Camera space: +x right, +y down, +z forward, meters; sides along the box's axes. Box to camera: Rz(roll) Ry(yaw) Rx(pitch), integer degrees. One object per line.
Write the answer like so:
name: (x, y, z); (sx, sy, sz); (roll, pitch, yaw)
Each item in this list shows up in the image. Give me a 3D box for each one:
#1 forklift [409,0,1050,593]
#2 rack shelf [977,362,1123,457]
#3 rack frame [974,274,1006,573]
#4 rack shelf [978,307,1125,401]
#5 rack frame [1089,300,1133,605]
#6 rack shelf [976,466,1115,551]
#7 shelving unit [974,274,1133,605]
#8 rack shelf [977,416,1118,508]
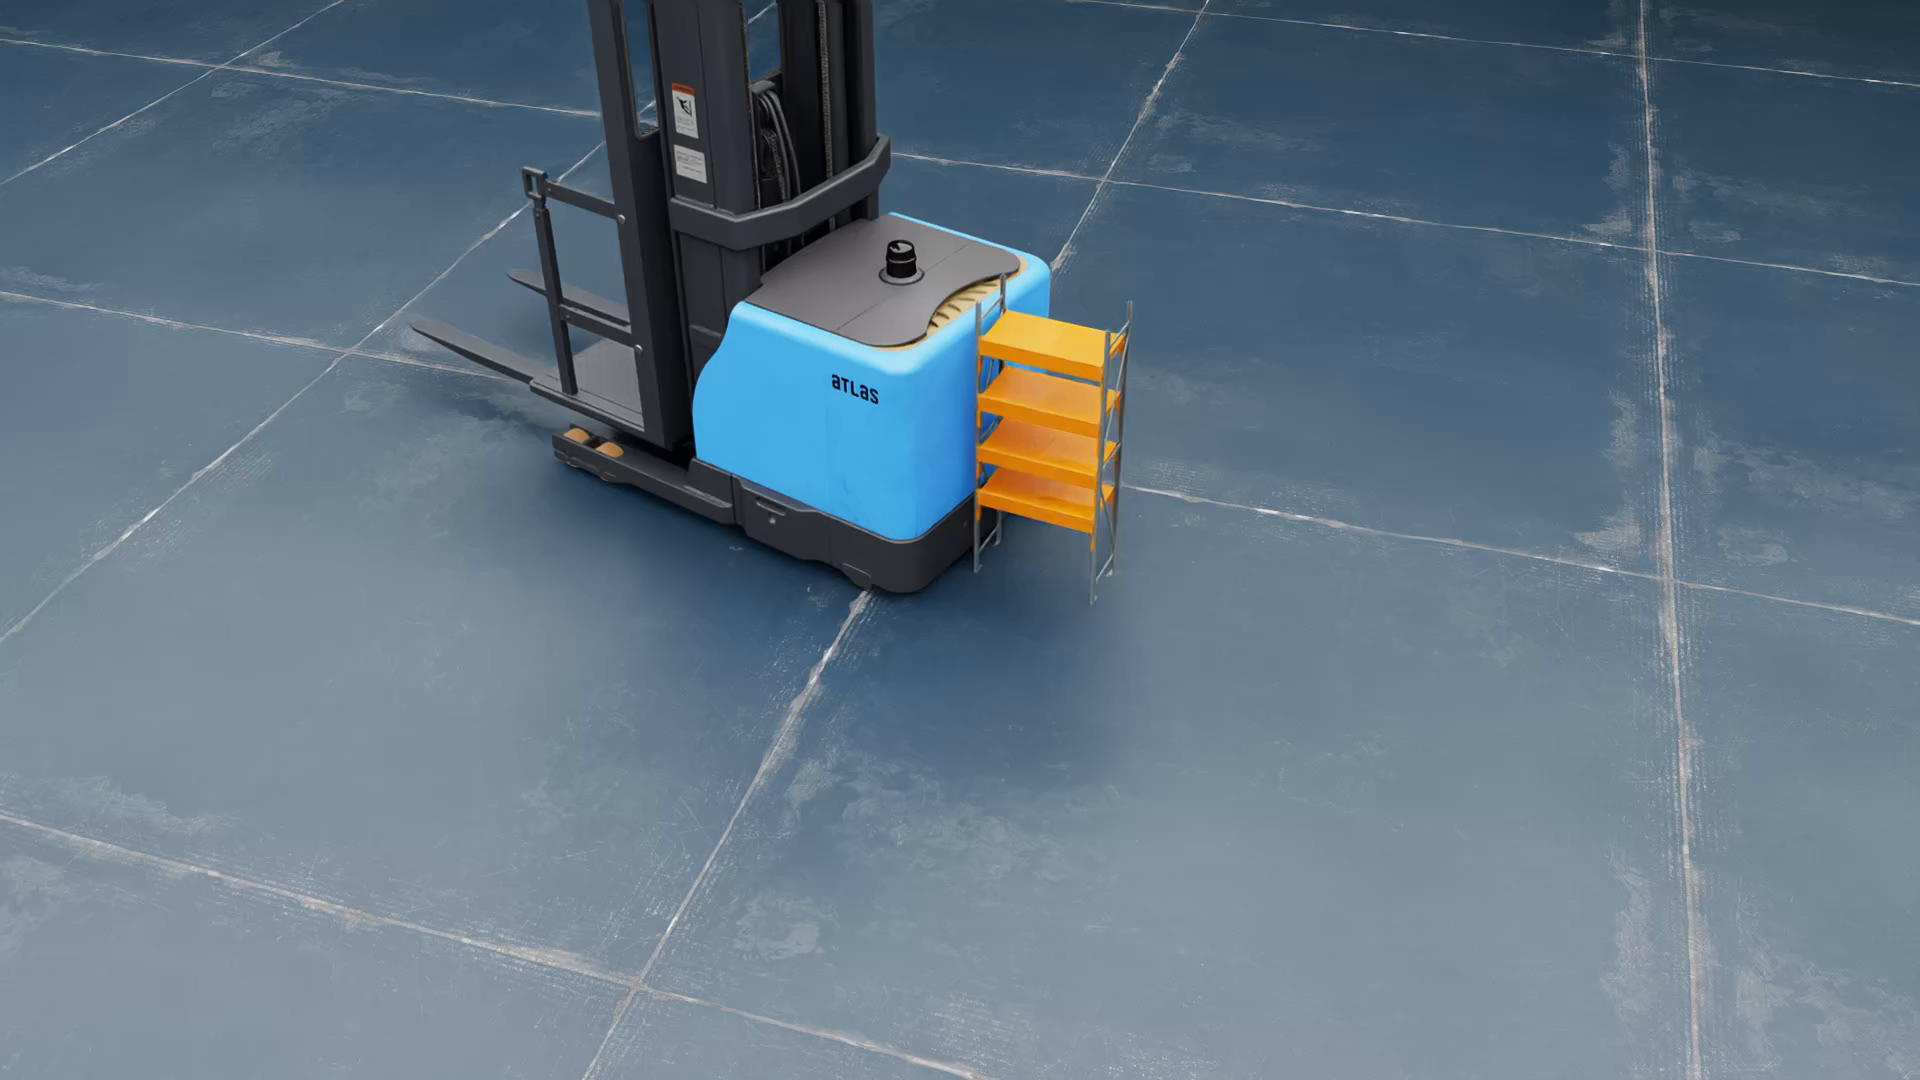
forklift: (-1.137, -1.662, 6.535); (3.031, 2.935, 1.130); (22, 42, 27)
rack shelf: (0.333, -0.484, 6.131); (0.480, 0.148, 0.258); (15, 39, 20)
rack frame: (0.111, -0.418, 6.305); (0.015, 1.200, 0.240); (15, 39, 20)
rack shelf: (0.333, -0.674, 5.991); (0.480, 0.148, 0.258); (15, 39, 20)
rack frame: (0.555, -0.298, 6.142); (0.015, 1.200, 0.240); (15, 39, 20)
rack shelf: (0.333, -0.144, 6.381); (0.480, 0.148, 0.258); (15, 39, 20)
shelving unit: (0.333, -0.358, 6.224); (0.503, 1.200, 0.258); (15, 39, 20)
rack shelf: (0.333, -0.303, 6.264); (0.480, 0.148, 0.258); (15, 39, 20)
